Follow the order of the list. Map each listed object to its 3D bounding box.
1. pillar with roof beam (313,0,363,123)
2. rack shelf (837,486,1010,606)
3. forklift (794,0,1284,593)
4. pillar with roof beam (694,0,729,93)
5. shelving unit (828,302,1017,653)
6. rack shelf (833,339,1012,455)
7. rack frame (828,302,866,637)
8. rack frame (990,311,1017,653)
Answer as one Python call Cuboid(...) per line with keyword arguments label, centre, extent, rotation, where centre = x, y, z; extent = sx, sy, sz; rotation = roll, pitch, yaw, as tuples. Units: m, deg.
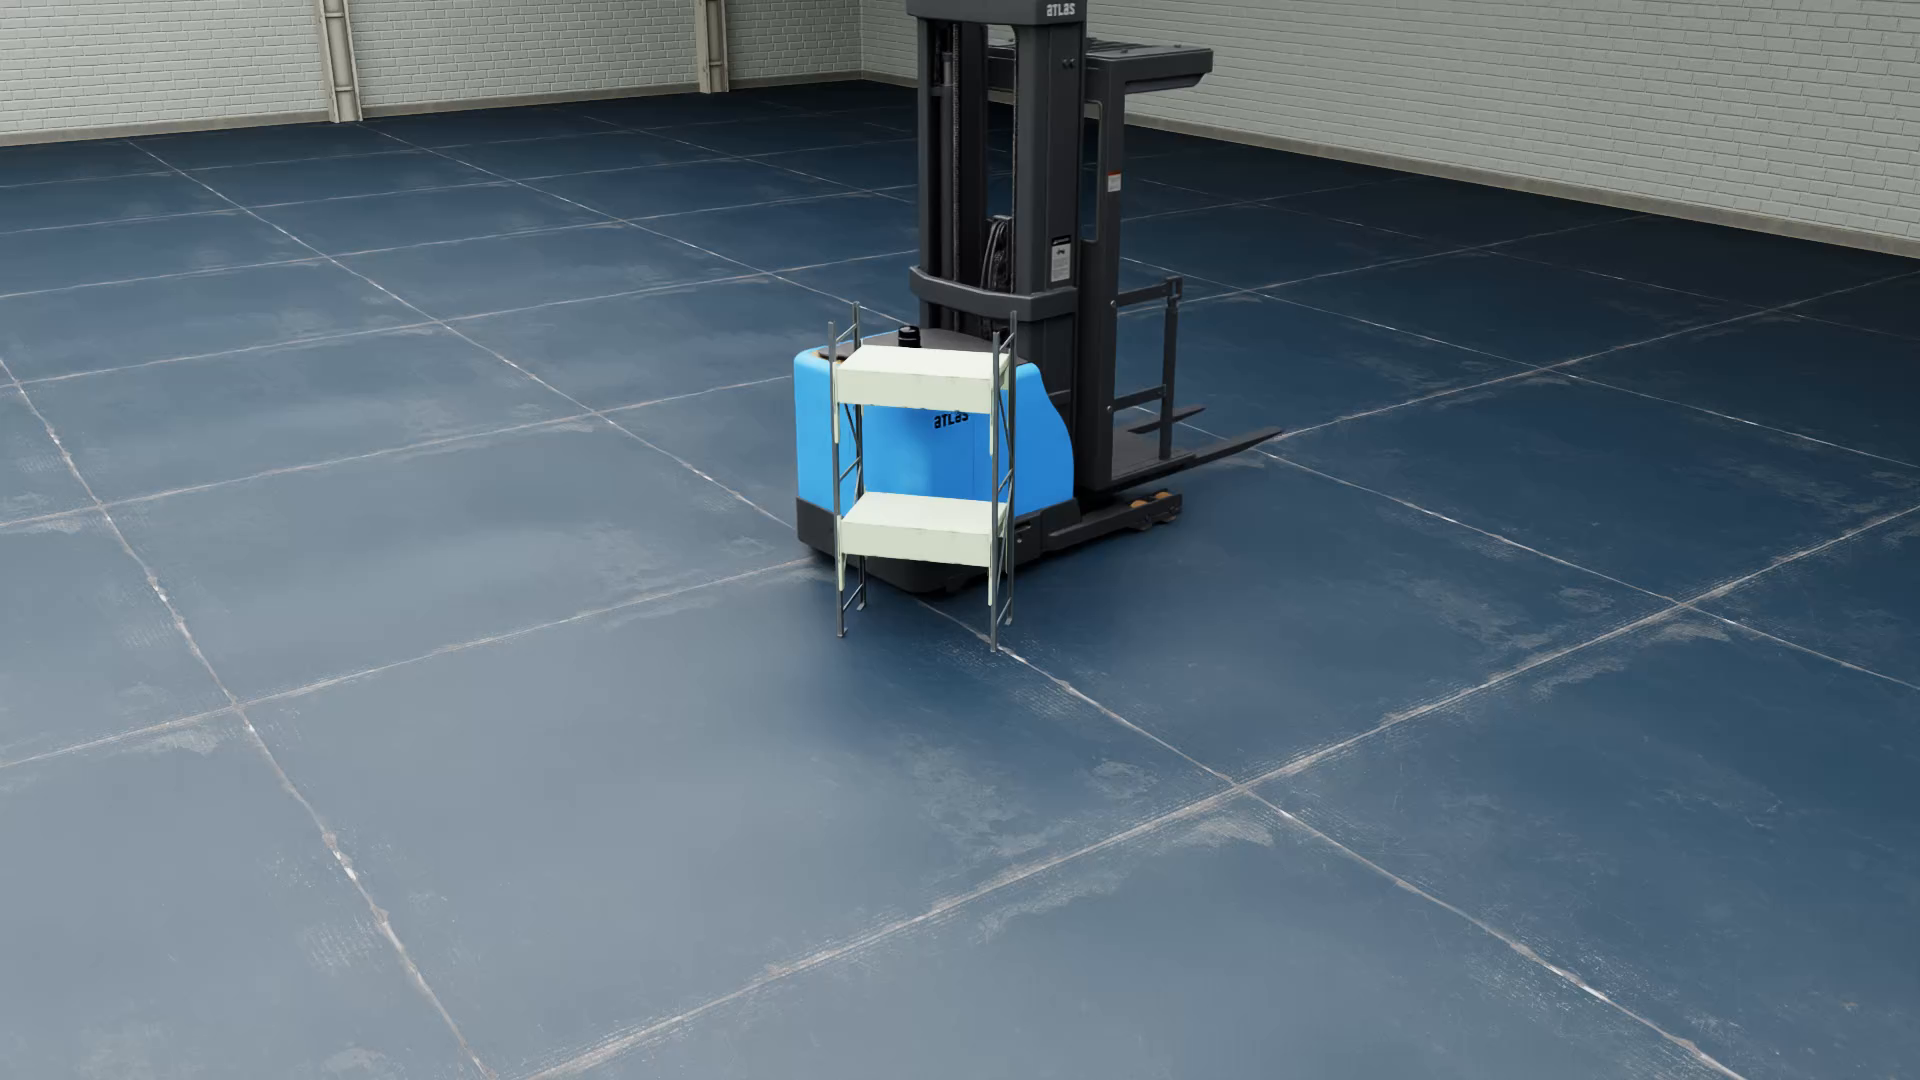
Cuboid(label="pillar with roof beam", centre=(-6.411, -8.984, 19.268), extent=(0.400, 9.000, 9.100), rotation=(-15, 26, -33))
Cuboid(label="rack shelf", centre=(-0.159, 0.019, 7.704), extent=(0.720, 0.370, 0.431), rotation=(5, 22, 13))
Cuboid(label="forklift", centre=(0.586, -1.540, 8.800), extent=(3.031, 2.935, 1.130), rotation=(-18, 28, -38))
Cuboid(label="pillar with roof beam", centre=(-1.541, -10.282, 22.523), extent=(0.400, 9.000, 9.100), rotation=(-15, 26, -33))
Cuboid(label="shelving unit", centre=(-0.159, -0.284, 7.583), extent=(0.755, 1.500, 0.431), rotation=(5, 22, 13))
Cuboid(label="rack shelf", centre=(-0.159, -0.646, 7.439), extent=(0.720, 0.370, 0.431), rotation=(5, 22, 13))
Cuboid(label="rack frame", centre=(-0.515, -0.315, 7.663), extent=(0.023, 1.500, 0.400), rotation=(5, 22, 13))
Cuboid(label="rack frame", centre=(0.197, -0.252, 7.504), extent=(0.023, 1.500, 0.400), rotation=(5, 22, 13))
